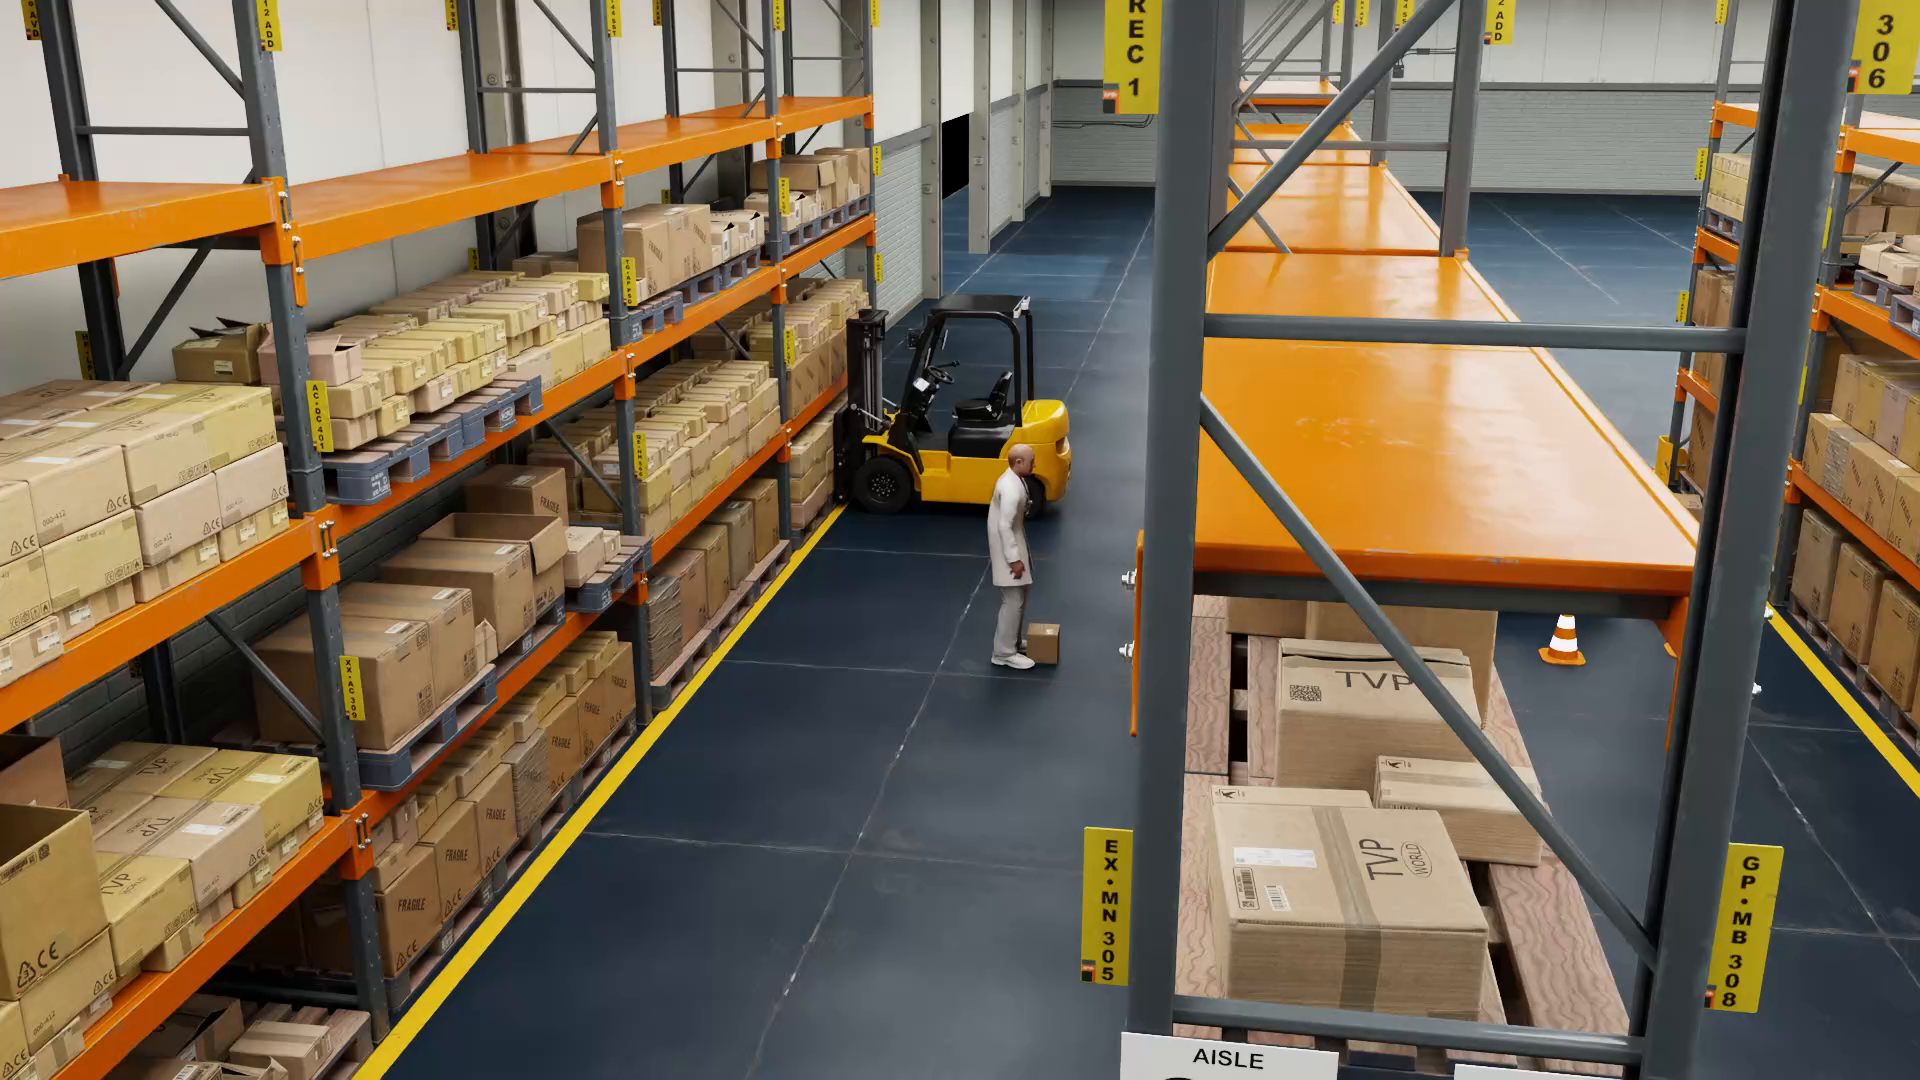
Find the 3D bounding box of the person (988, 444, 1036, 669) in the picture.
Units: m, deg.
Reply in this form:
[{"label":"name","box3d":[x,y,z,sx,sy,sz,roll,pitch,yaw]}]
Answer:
[{"label":"person","box3d":[0.429,0.099,13.280,0.417,1.774,0.656,2,18,7]}]
